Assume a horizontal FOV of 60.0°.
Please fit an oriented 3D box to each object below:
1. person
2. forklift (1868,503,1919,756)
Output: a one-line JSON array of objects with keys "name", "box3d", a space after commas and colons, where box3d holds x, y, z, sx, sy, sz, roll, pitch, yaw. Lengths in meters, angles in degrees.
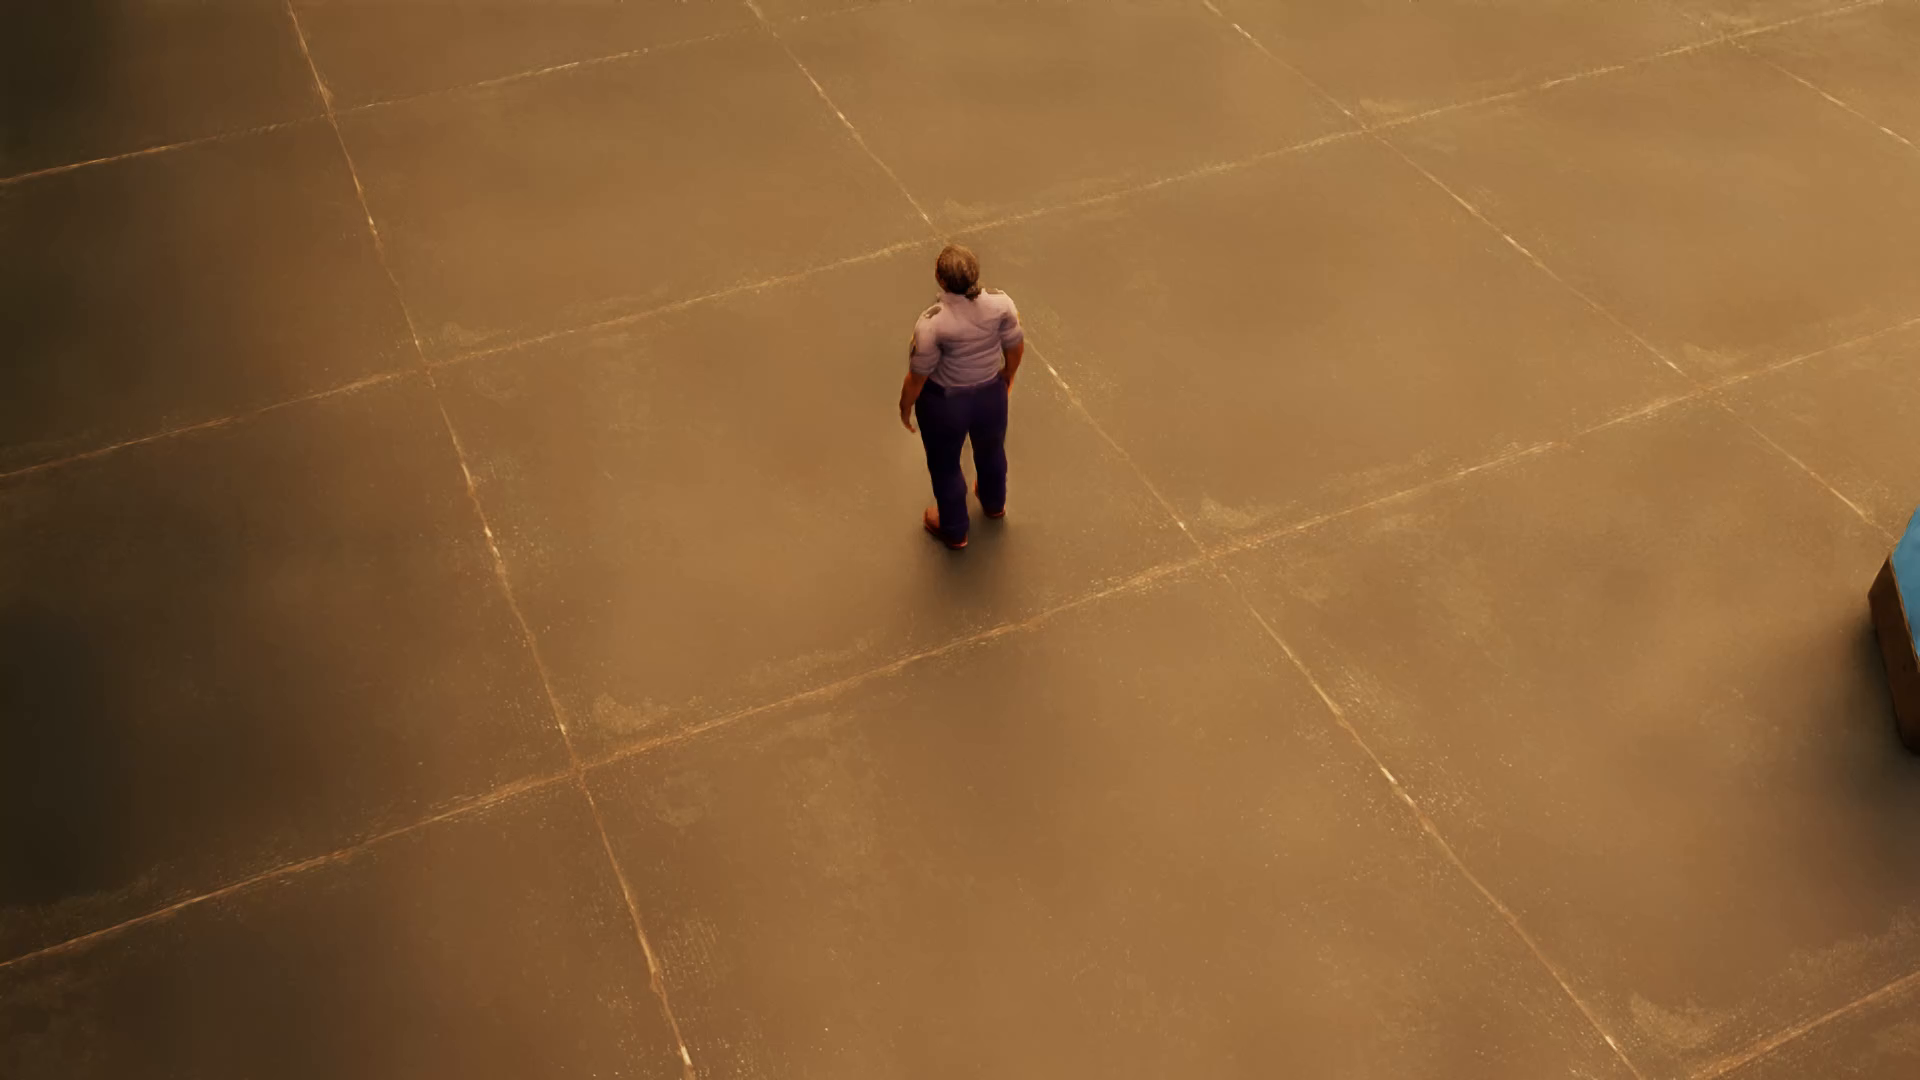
[{"name": "person", "box3d": [-0.017, -0.670, 7.328, 0.599, 1.650, 0.502, -18, 46, -18]}, {"name": "forklift", "box3d": [5.453, -0.254, 5.953, 3.031, 2.935, 1.130, 9, 44, 9]}]
